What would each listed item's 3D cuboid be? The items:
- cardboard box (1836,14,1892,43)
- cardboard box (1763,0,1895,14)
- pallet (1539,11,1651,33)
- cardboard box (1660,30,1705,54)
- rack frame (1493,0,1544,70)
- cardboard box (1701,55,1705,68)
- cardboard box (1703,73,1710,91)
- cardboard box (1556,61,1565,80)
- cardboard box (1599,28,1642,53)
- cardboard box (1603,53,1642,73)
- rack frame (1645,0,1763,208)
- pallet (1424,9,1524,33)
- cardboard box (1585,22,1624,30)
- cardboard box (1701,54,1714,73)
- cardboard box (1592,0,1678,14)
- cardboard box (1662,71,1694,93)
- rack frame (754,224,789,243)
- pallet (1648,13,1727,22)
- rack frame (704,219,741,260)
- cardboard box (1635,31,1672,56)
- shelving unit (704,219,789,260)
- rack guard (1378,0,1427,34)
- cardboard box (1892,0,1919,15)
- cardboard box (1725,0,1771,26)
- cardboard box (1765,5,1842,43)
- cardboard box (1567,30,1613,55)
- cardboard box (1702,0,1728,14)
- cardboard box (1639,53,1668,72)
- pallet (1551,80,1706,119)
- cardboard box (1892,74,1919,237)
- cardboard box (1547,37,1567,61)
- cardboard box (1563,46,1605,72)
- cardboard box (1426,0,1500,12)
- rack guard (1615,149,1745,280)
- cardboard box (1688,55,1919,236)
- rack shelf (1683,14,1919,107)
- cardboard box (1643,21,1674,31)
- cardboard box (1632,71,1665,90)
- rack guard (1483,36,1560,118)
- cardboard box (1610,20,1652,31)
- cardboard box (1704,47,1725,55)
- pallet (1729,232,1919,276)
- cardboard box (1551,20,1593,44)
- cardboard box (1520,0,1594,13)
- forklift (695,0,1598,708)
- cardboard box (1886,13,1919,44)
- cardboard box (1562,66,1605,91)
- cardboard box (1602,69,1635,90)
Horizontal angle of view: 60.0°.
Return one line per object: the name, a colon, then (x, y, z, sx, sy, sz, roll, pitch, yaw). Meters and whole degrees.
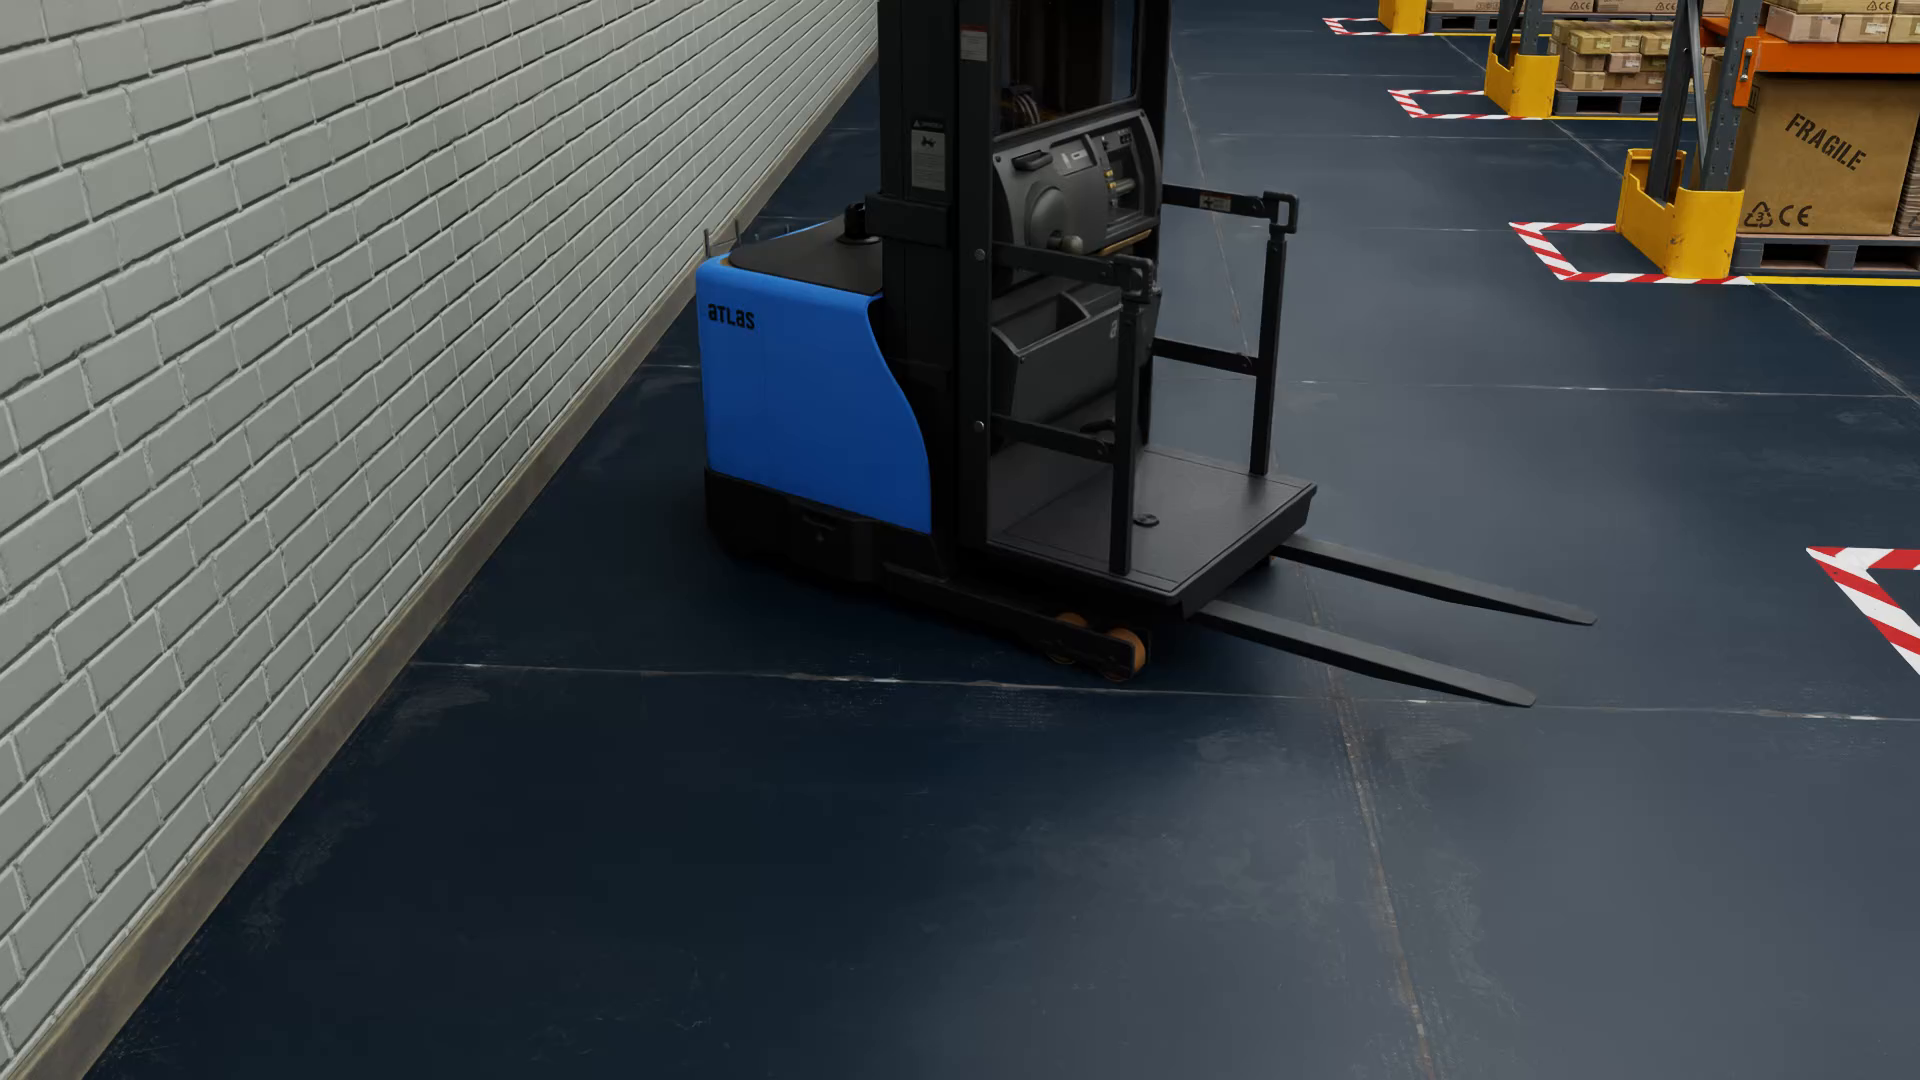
cardboard box: (4.873, -2.822, 9.095, 0.250, 0.149, 0.380, 1, 25, 3)
cardboard box: (4.746, -3.032, 9.073, 0.500, 0.250, 0.500, 1, 25, 3)
pallet: (7.063, -5.923, 18.869, 1.213, 0.211, 1.003, 2, 25, 4)
cardboard box: (6.044, -4.170, 13.921, 0.250, 0.149, 0.380, 1, 25, 1)
rack frame: (4.768, -5.156, 13.868, 0.127, 3.000, 1.000, 2, 25, 4)
cardboard box: (6.038, -4.007, 13.922, 0.250, 0.149, 0.380, 3, 25, 6)
cardboard box: (6.290, -3.900, 14.046, 0.250, 0.149, 0.380, 2, 25, 4)
cardboard box: (5.309, -4.122, 14.528, 0.250, 0.149, 0.380, 2, 25, 5)
cardboard box: (5.549, -4.205, 13.997, 0.250, 0.149, 0.380, 2, 25, 5)
cardboard box: (5.540, -4.031, 13.975, 0.250, 0.149, 0.380, 2, 25, 4)
rack frame: (4.288, -3.092, 9.382, 0.127, 3.000, 1.000, 2, 25, 4)
pallet: (5.850, -5.963, 18.957, 1.213, 0.211, 1.003, 2, 25, 4)
cardboard box: (5.562, -4.379, 14.375, 0.250, 0.149, 0.380, 2, 25, 5)
cardboard box: (6.310, -4.038, 13.989, 0.250, 0.149, 0.380, 1, 25, 1)
cardboard box: (7.524, -6.215, 18.731, 0.875, 0.438, 0.875, 1, 25, 2)
cardboard box: (6.028, -3.869, 13.977, 0.250, 0.149, 0.380, 2, 25, 5)
rack frame: (-0.684, -0.684, 6.449, 0.008, 1.050, 0.200, 12, 27, 31)
pallet: (8.283, -5.885, 18.787, 1.213, 0.211, 1.003, 2, 25, 4)
rack frame: (-0.890, -0.727, 6.574, 0.008, 1.050, 0.200, 12, 27, 31)
cardboard box: (5.790, -4.144, 13.864, 0.250, 0.149, 0.380, 2, 25, 4)
shelving unit: (-0.787, -0.705, 6.512, 0.252, 1.050, 0.215, 12, 27, 31)
rack guard: (5.023, -6.088, 18.883, 0.348, 0.500, 1.175, 2, 25, 4)
cardboard box: (5.265, -3.018, 9.043, 0.500, 0.250, 0.500, 2, 25, 3)
cardboard box: (4.668, -3.104, 9.708, 0.250, 0.149, 0.380, 2, 25, 5)
cardboard box: (4.617, -2.829, 9.111, 0.250, 0.149, 0.380, 2, 25, 5)
cardboard box: (5.265, -4.164, 13.907, 0.250, 0.149, 0.380, 1, 25, 2)
cardboard box: (8.417, -6.186, 18.669, 0.875, 0.438, 0.875, 1, 25, 3)
cardboard box: (5.791, -4.060, 14.038, 0.250, 0.149, 0.380, 2, 25, 5)
pallet: (5.652, -3.847, 14.357, 1.213, 0.211, 1.003, 2, 25, 4)
cardboard box: (5.840, -2.302, 9.703, 0.875, 0.875, 0.875, 2, 25, 4)
cardboard box: (5.317, -4.289, 14.536, 0.250, 0.149, 0.380, 1, 25, 3)
cardboard box: (5.271, -4.064, 14.045, 0.250, 0.149, 0.380, 3, 25, 6)
cardboard box: (5.712, -6.270, 18.851, 0.875, 0.438, 0.875, 1, 25, 2)
rack guard: (4.264, -1.958, 9.906, 0.348, 0.500, 1.175, 2, 25, 4)
cardboard box: (4.932, -2.331, 9.767, 0.875, 0.875, 0.875, 2, 25, 4)
rack shelf: (6.282, -2.702, 9.394, 4.000, 0.370, 1.077, 2, 25, 4)
cardboard box: (6.083, -4.389, 14.396, 0.250, 0.149, 0.380, 1, 25, 2)
cardboard box: (5.782, -3.923, 14.095, 0.250, 0.149, 0.380, 2, 25, 5)
rack guard: (4.844, -4.018, 14.385, 0.348, 0.500, 1.175, 2, 25, 4)
cardboard box: (5.830, -4.424, 14.472, 0.250, 0.149, 0.380, 1, 25, 3)
cardboard box: (6.320, -4.158, 13.894, 0.250, 0.149, 0.380, 3, 25, 6)
pallet: (5.091, -1.833, 9.980, 1.213, 0.211, 1.003, 2, 25, 4)
cardboard box: (5.316, -4.411, 14.444, 0.250, 0.149, 0.380, 2, 25, 5)
cardboard box: (6.626, -6.244, 18.795, 0.875, 0.438, 0.875, 2, 25, 5)
forklift: (0.560, -1.135, 5.210, 3.031, 2.935, 1.130, 16, 29, 31)
cardboard box: (5.128, -2.814, 9.077, 0.250, 0.149, 0.380, 1, 25, 3)
cardboard box: (5.266, -3.902, 14.050, 0.250, 0.149, 0.380, 2, 25, 5)
cardboard box: (5.534, -3.928, 14.106, 0.250, 0.149, 0.380, 2, 25, 4)
